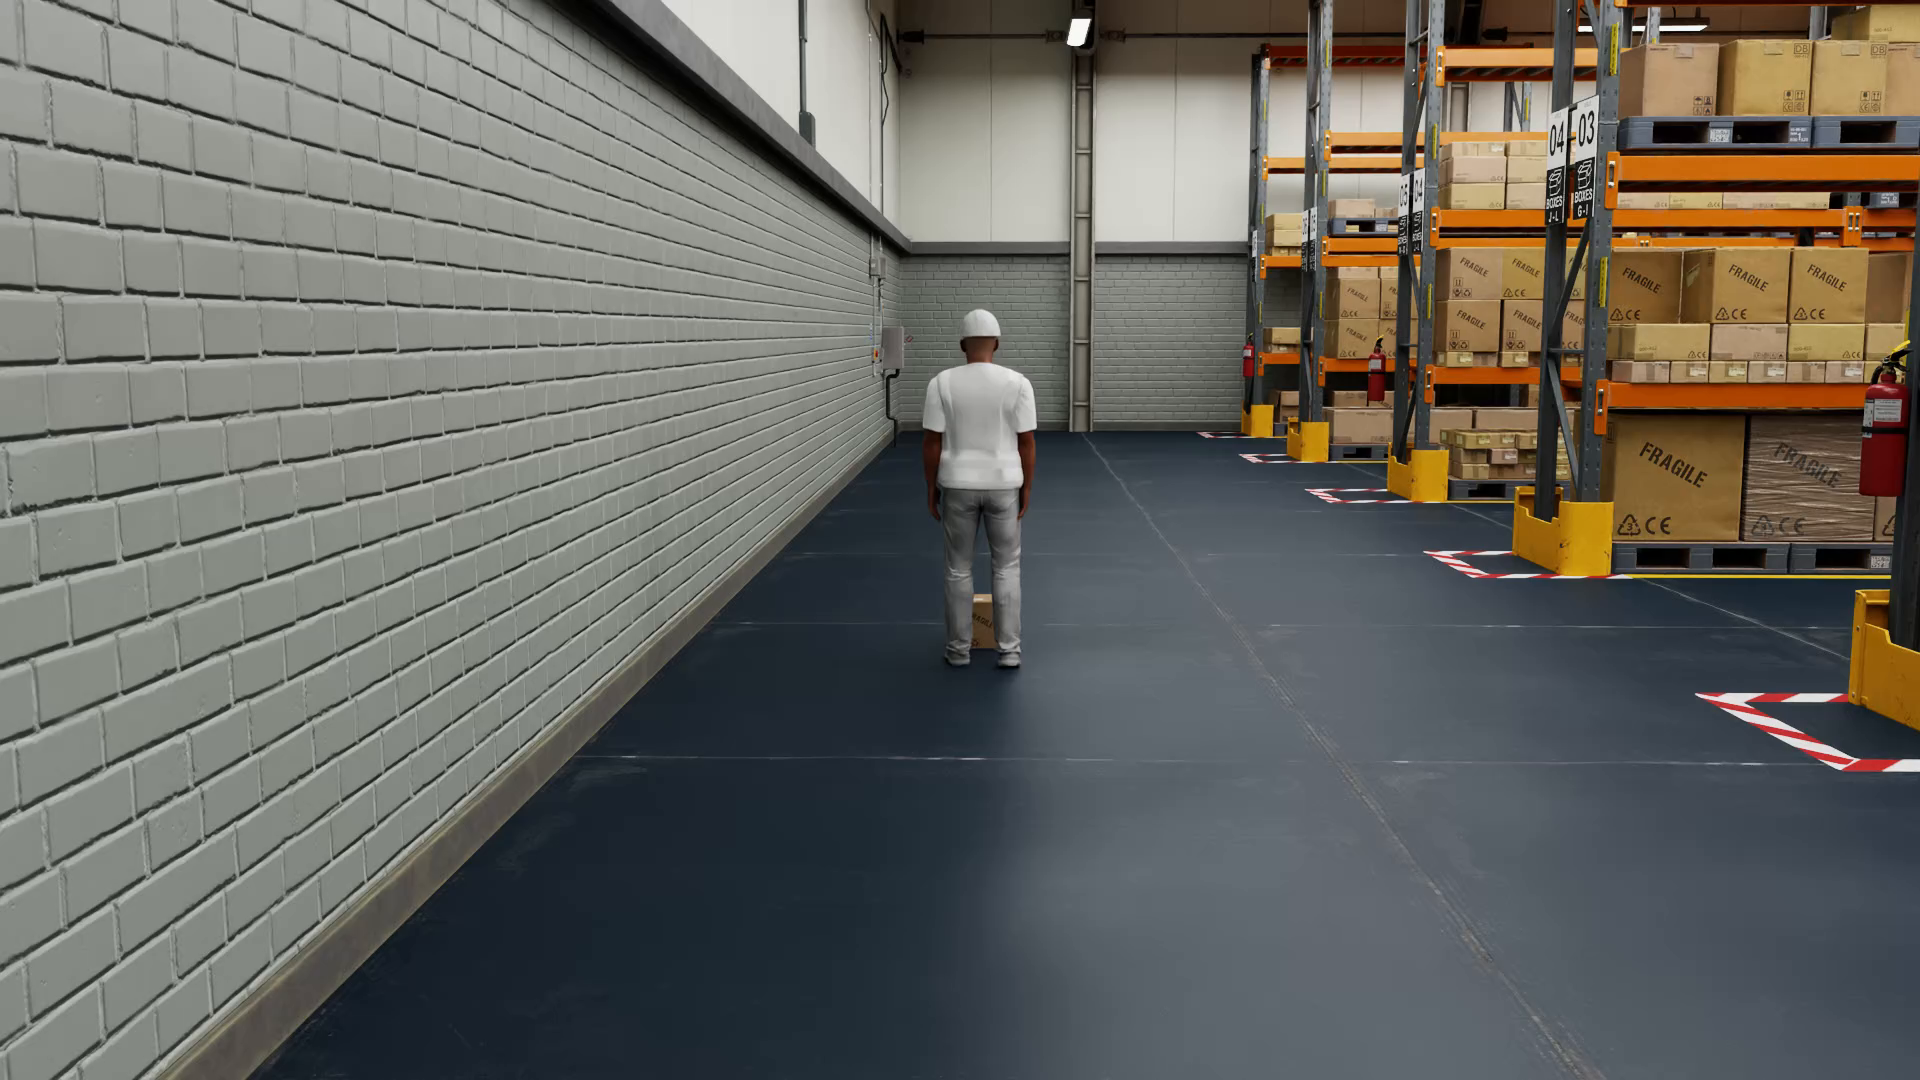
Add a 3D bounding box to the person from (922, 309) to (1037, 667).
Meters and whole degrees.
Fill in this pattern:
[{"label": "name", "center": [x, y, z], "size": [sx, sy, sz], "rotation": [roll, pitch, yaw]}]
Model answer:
[{"label": "person", "center": [0.096, -0.241, 8.249], "size": [0.563, 1.792, 0.370], "rotation": [0, 7, 3]}]
